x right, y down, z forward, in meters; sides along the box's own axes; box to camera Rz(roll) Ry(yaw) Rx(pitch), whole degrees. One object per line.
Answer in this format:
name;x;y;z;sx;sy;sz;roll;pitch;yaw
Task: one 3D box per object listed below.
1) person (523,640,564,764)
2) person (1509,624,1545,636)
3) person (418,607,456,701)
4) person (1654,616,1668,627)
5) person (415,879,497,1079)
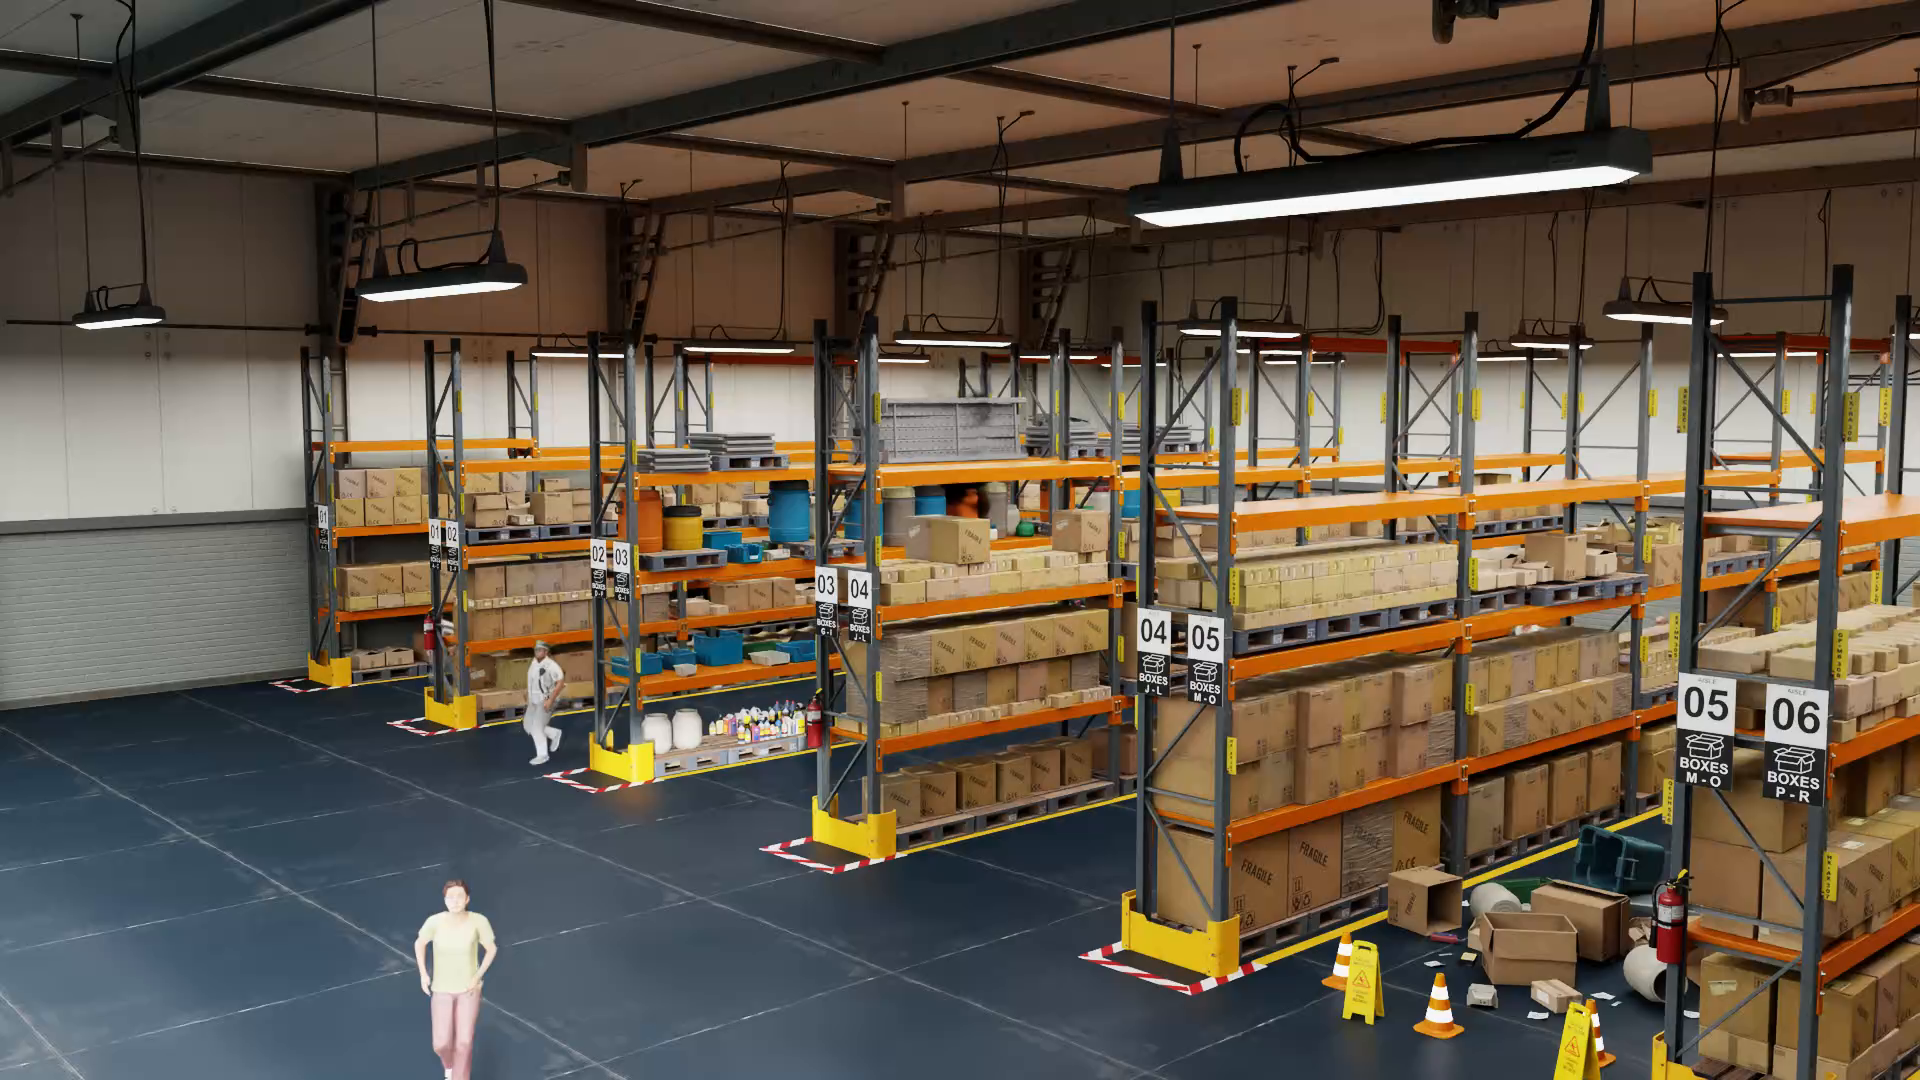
person;-5.835;2.253;23.397;0.688;1.745;0.579;4;7;42
person;8.874;1.965;26.070;0.765;1.832;0.632;-5;7;-43
person;-8.614;1.946;27.472;0.625;1.732;0.712;3;6;35
person;10.877;2.048;25.721;0.706;1.748;0.729;-4;6;-36
person;-3.691;3.284;12.155;0.574;1.633;0.512;-1;5;-11
